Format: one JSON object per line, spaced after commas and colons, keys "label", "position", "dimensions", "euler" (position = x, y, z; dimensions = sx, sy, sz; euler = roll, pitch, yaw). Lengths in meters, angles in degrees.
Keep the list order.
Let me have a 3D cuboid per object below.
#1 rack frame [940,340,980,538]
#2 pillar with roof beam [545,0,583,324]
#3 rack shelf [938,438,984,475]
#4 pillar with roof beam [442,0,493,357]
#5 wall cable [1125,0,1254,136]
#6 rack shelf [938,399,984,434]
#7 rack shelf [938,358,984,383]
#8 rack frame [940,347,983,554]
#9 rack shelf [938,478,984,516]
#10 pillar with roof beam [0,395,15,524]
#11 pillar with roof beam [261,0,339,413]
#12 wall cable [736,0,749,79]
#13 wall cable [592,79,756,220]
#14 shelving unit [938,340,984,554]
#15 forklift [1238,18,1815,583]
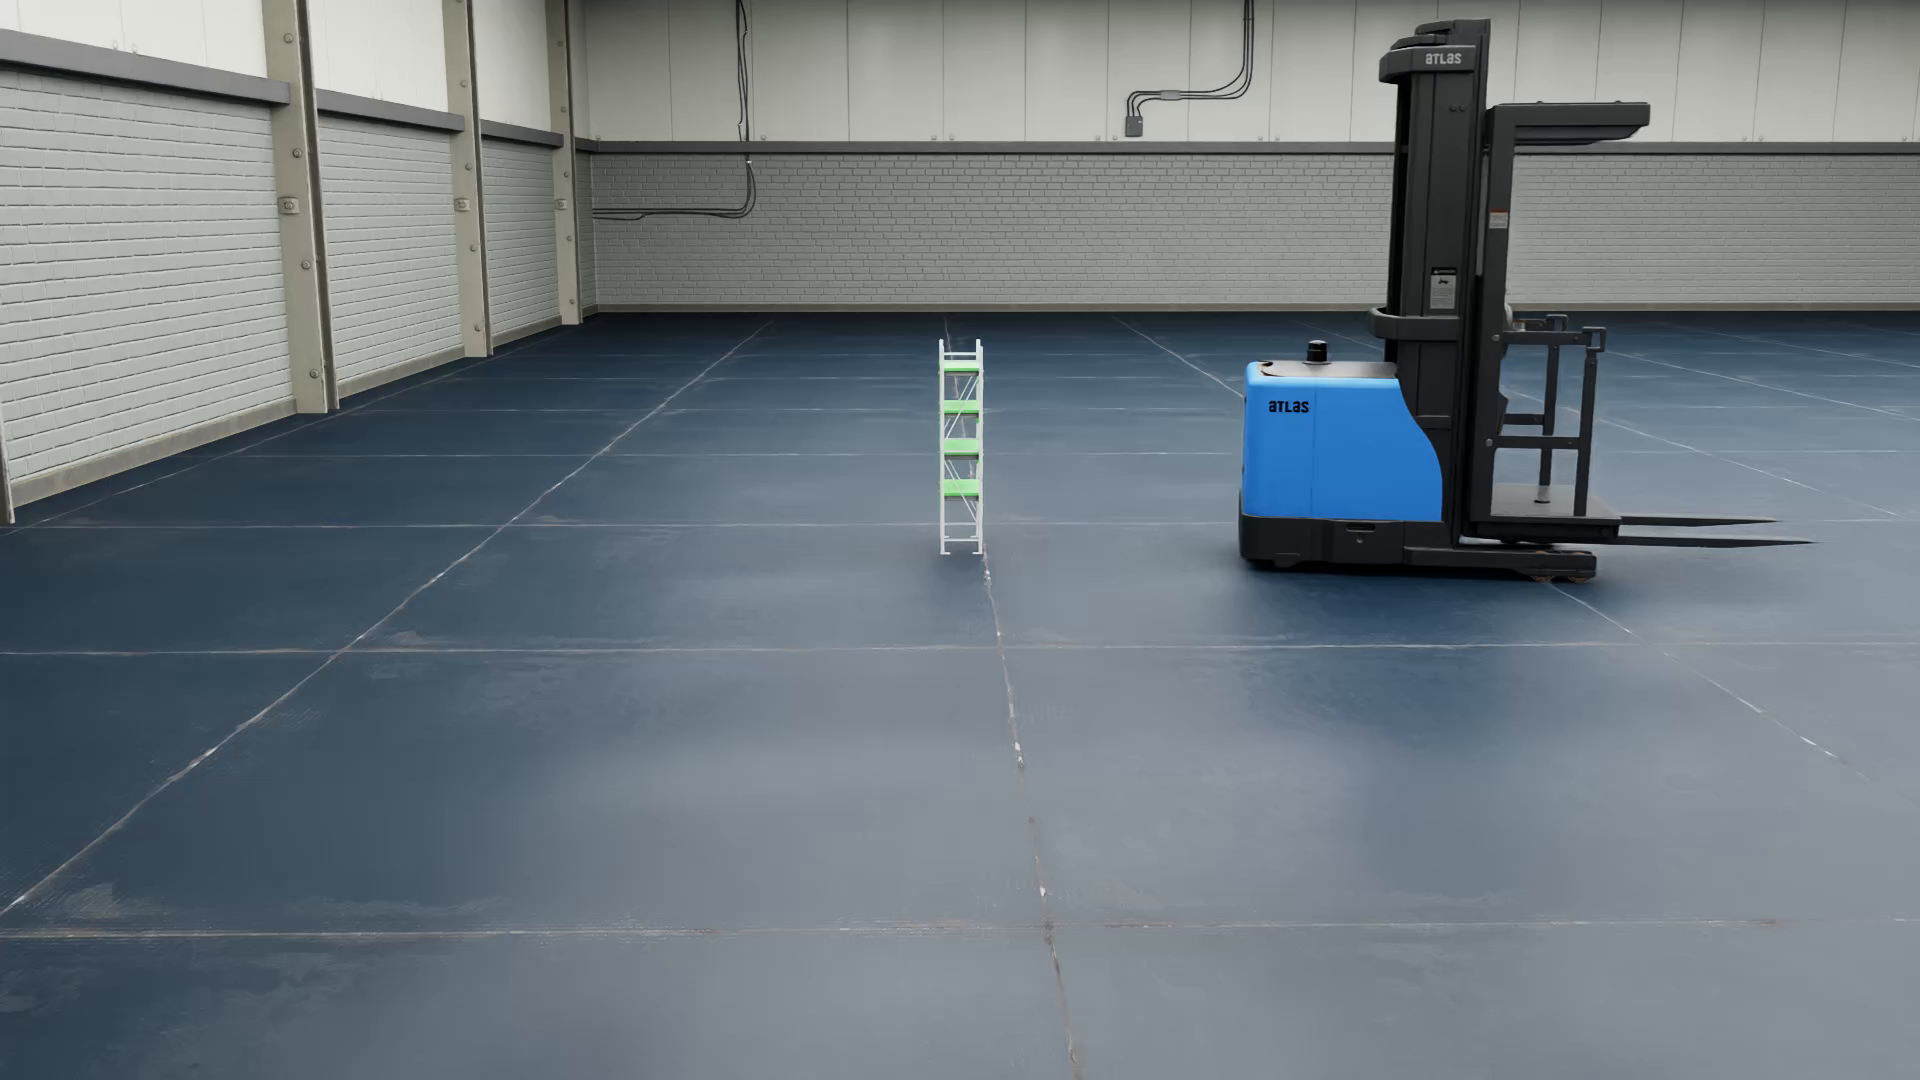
{"label": "rack frame", "position": [-0.002, -0.604, 10.017], "dimensions": [0.240, 1.200, 0.015], "euler": [0, 11, -1]}
{"label": "pillar with roof beam", "position": [-2.255, -8.082, 27.262], "dimensions": [9.100, 9.000, 0.400], "euler": [0, 11, -1]}
{"label": "rack shelf", "position": [0.003, -0.492, 9.790], "dimensions": [0.258, 0.148, 0.480], "euler": [0, 11, -1]}
{"label": "pillar with roof beam", "position": [-2.131, -6.889, 21.383], "dimensions": [9.100, 9.000, 0.400], "euler": [0, 11, -1]}
{"label": "wall cable", "position": [4.194, -10.358, 29.927], "dimensions": [2.305, 6.003, 0.169], "euler": [0, 11, -1]}
{"label": "rack shelf", "position": [0.003, -0.728, 9.743], "dimensions": [0.258, 0.148, 0.480], "euler": [0, 11, -1]}
{"label": "rack shelf", "position": [0.003, -0.963, 9.695], "dimensions": [0.258, 0.148, 0.480], "euler": [0, 11, -1]}
{"label": "rack frame", "position": [0.008, -0.507, 9.539], "dimensions": [0.240, 1.200, 0.015], "euler": [0, 11, -1]}
{"label": "rack shelf", "position": [0.003, -0.257, 9.838], "dimensions": [0.258, 0.148, 0.480], "euler": [0, 11, -1]}
{"label": "pillar with roof beam", "position": [-1.883, -4.504, 9.626], "dimensions": [9.100, 9.000, 0.400], "euler": [0, 11, -1]}
{"label": "pillar with roof beam", "position": [-2.007, -5.696, 15.504], "dimensions": [9.100, 9.000, 0.400], "euler": [0, 11, -1]}
{"label": "wall cable", "position": [-2.593, -9.620, 29.950], "dimensions": [3.097, 2.526, 0.112], "euler": [0, 11, -1]}
{"label": "wall cable", "position": [-5.298, -7.133, 30.397], "dimensions": [3.097, 2.526, 0.112], "euler": [0, 11, -1]}
{"label": "shelving unit", "position": [0.003, -0.555, 9.778], "dimensions": [0.258, 1.200, 0.503], "euler": [0, 11, -1]}
{"label": "forklift", "position": [3.125, -1.319, 9.187], "dimensions": [3.031, 2.935, 1.130], "euler": [2, 12, 8]}
